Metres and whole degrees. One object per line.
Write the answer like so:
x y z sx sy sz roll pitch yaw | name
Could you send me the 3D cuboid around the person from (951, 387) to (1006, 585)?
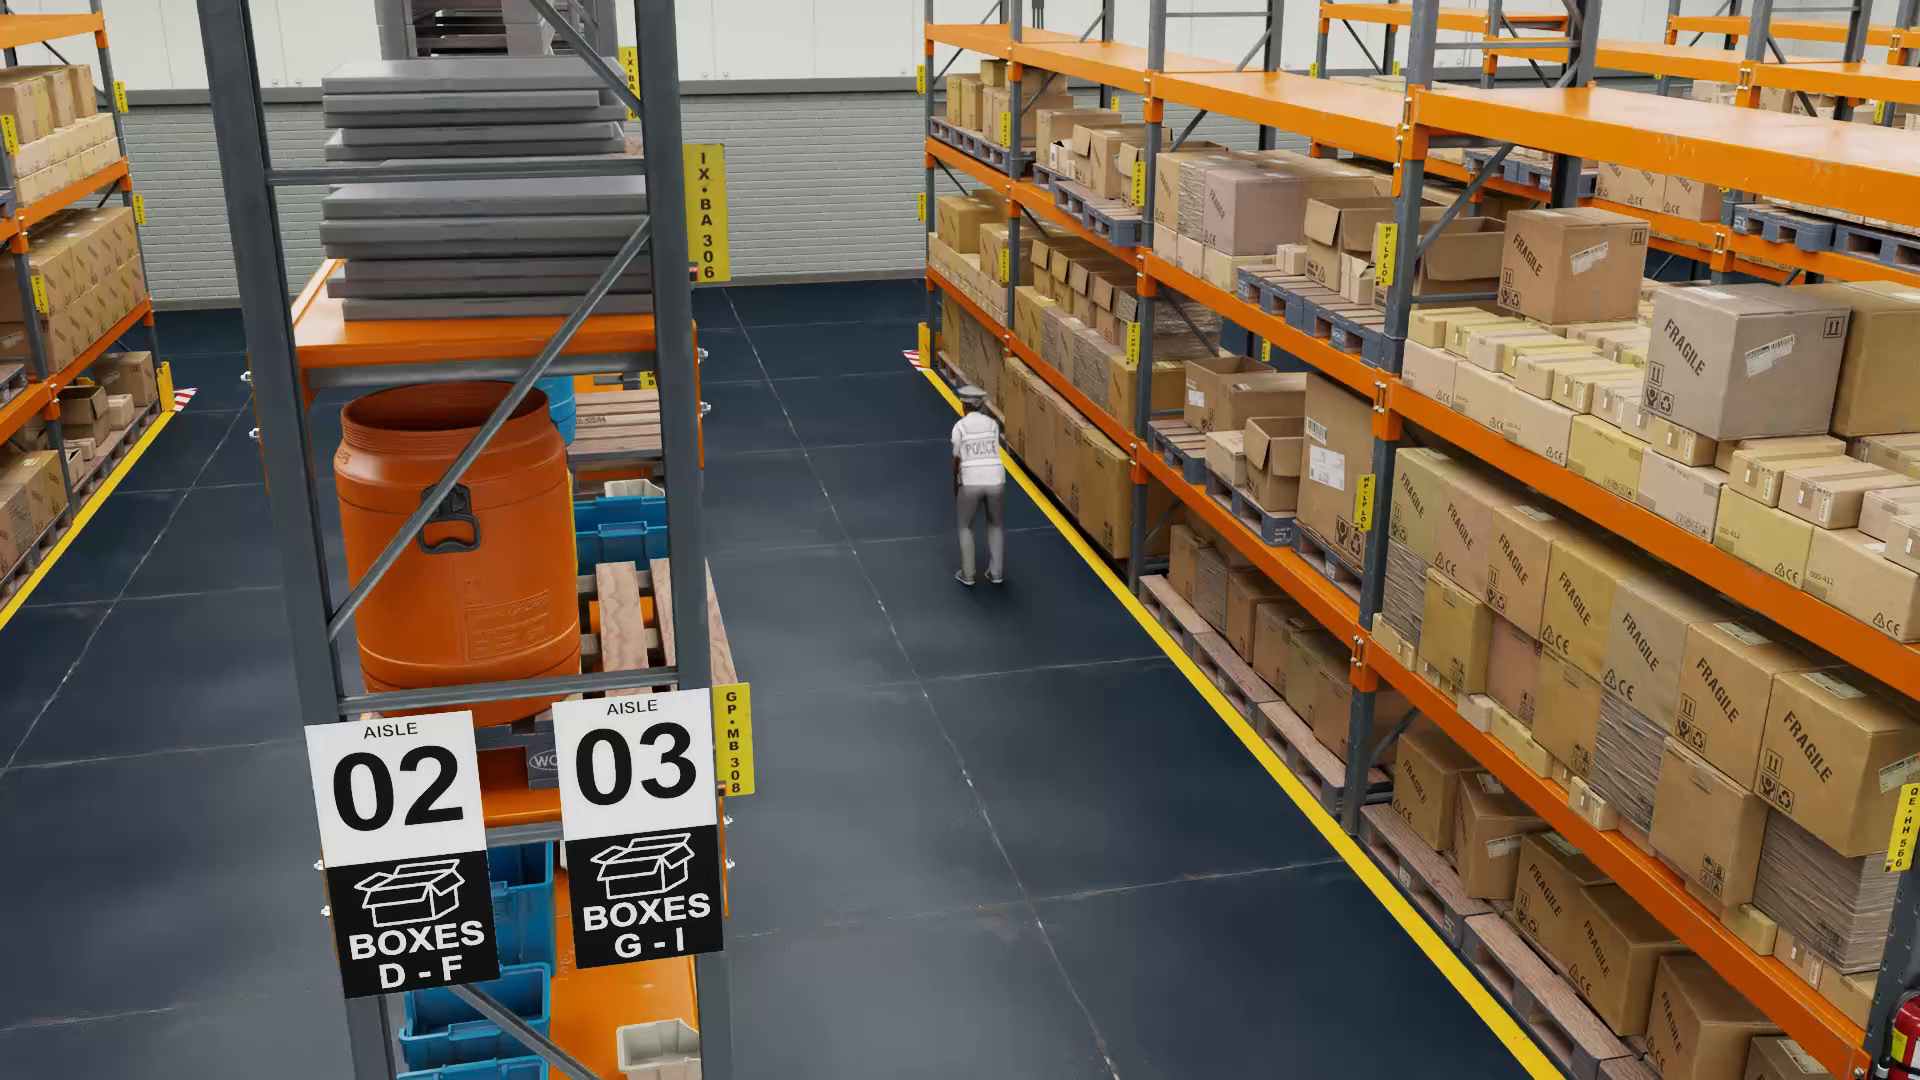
0.145 -0.436 13.675 0.412 1.595 0.576 -5 20 -13 | person
